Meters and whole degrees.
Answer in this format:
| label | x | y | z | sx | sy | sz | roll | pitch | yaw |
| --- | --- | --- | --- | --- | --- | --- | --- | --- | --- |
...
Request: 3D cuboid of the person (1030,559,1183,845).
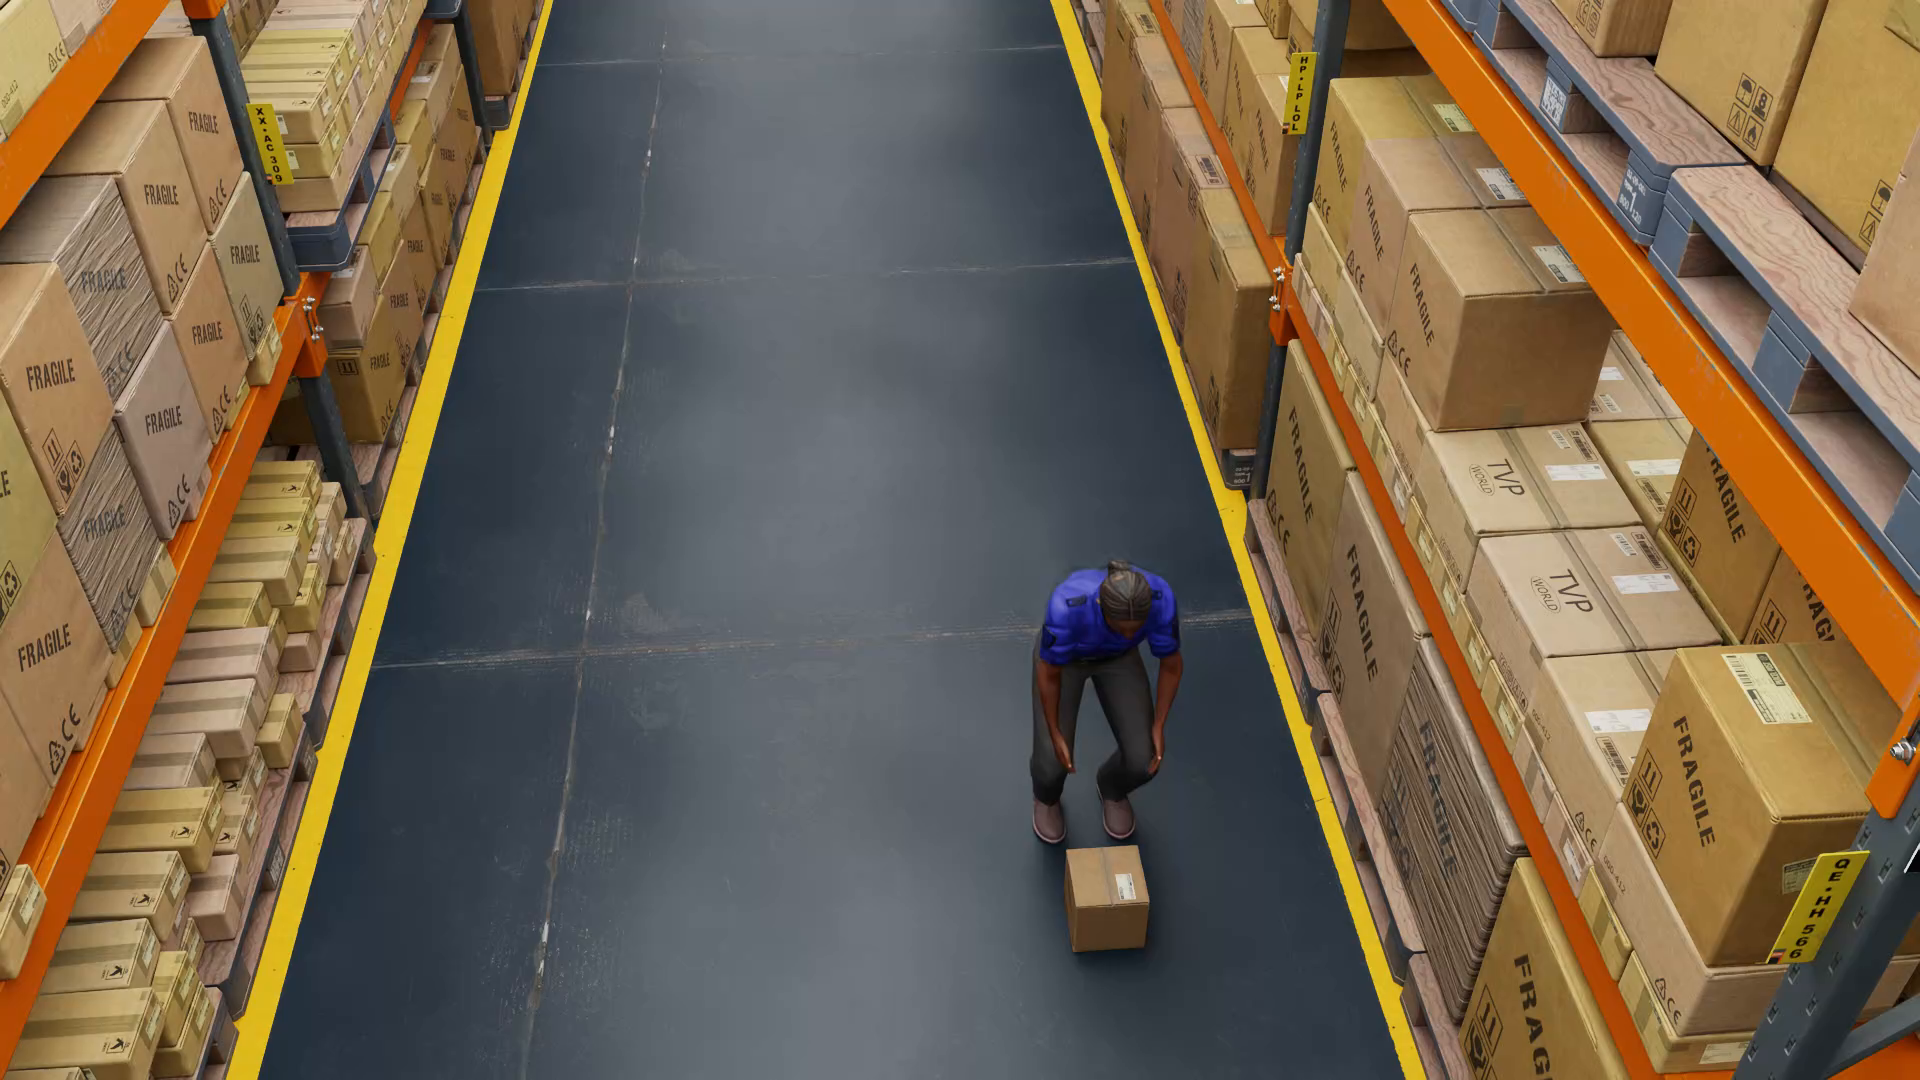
| label | x | y | z | sx | sy | sz | roll | pitch | yaw |
| --- | --- | --- | --- | --- | --- | --- | --- | --- | --- |
| person | 0.497 | 0.516 | 5.749 | 0.495 | 1.390 | 0.617 | -3 | 39 | -4 |
